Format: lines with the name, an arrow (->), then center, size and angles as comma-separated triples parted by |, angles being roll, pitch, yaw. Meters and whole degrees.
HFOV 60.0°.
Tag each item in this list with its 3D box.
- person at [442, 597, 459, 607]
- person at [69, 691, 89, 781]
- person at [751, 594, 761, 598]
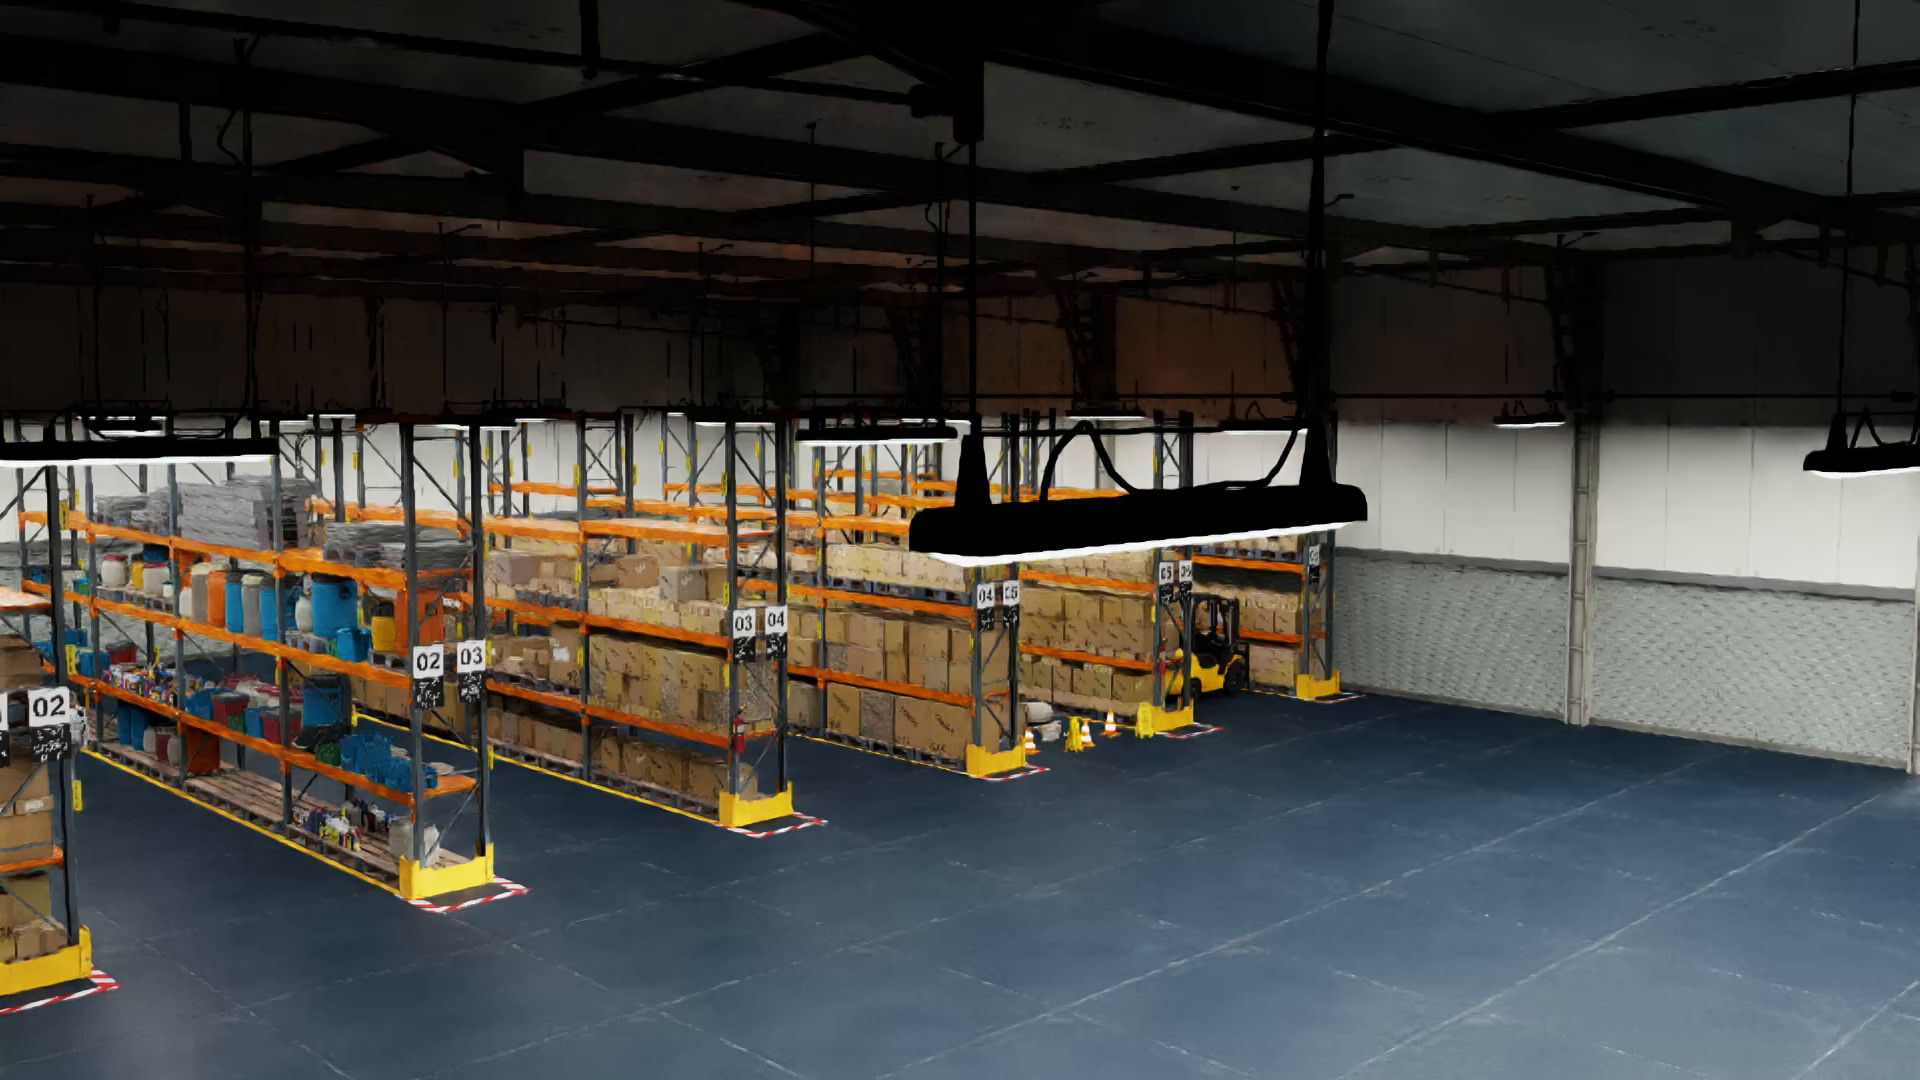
person -> -12.714, 1.873, 41.734 | 0.638, 1.659, 0.459 | 1, 5, 14
person -> -14.261, 3.196, 26.752 | 1.079, 1.590, 0.488 | 5, 7, 43
person -> -4.723, 2.112, 38.320 | 0.597, 1.763, 0.690 | -2, 5, -25
